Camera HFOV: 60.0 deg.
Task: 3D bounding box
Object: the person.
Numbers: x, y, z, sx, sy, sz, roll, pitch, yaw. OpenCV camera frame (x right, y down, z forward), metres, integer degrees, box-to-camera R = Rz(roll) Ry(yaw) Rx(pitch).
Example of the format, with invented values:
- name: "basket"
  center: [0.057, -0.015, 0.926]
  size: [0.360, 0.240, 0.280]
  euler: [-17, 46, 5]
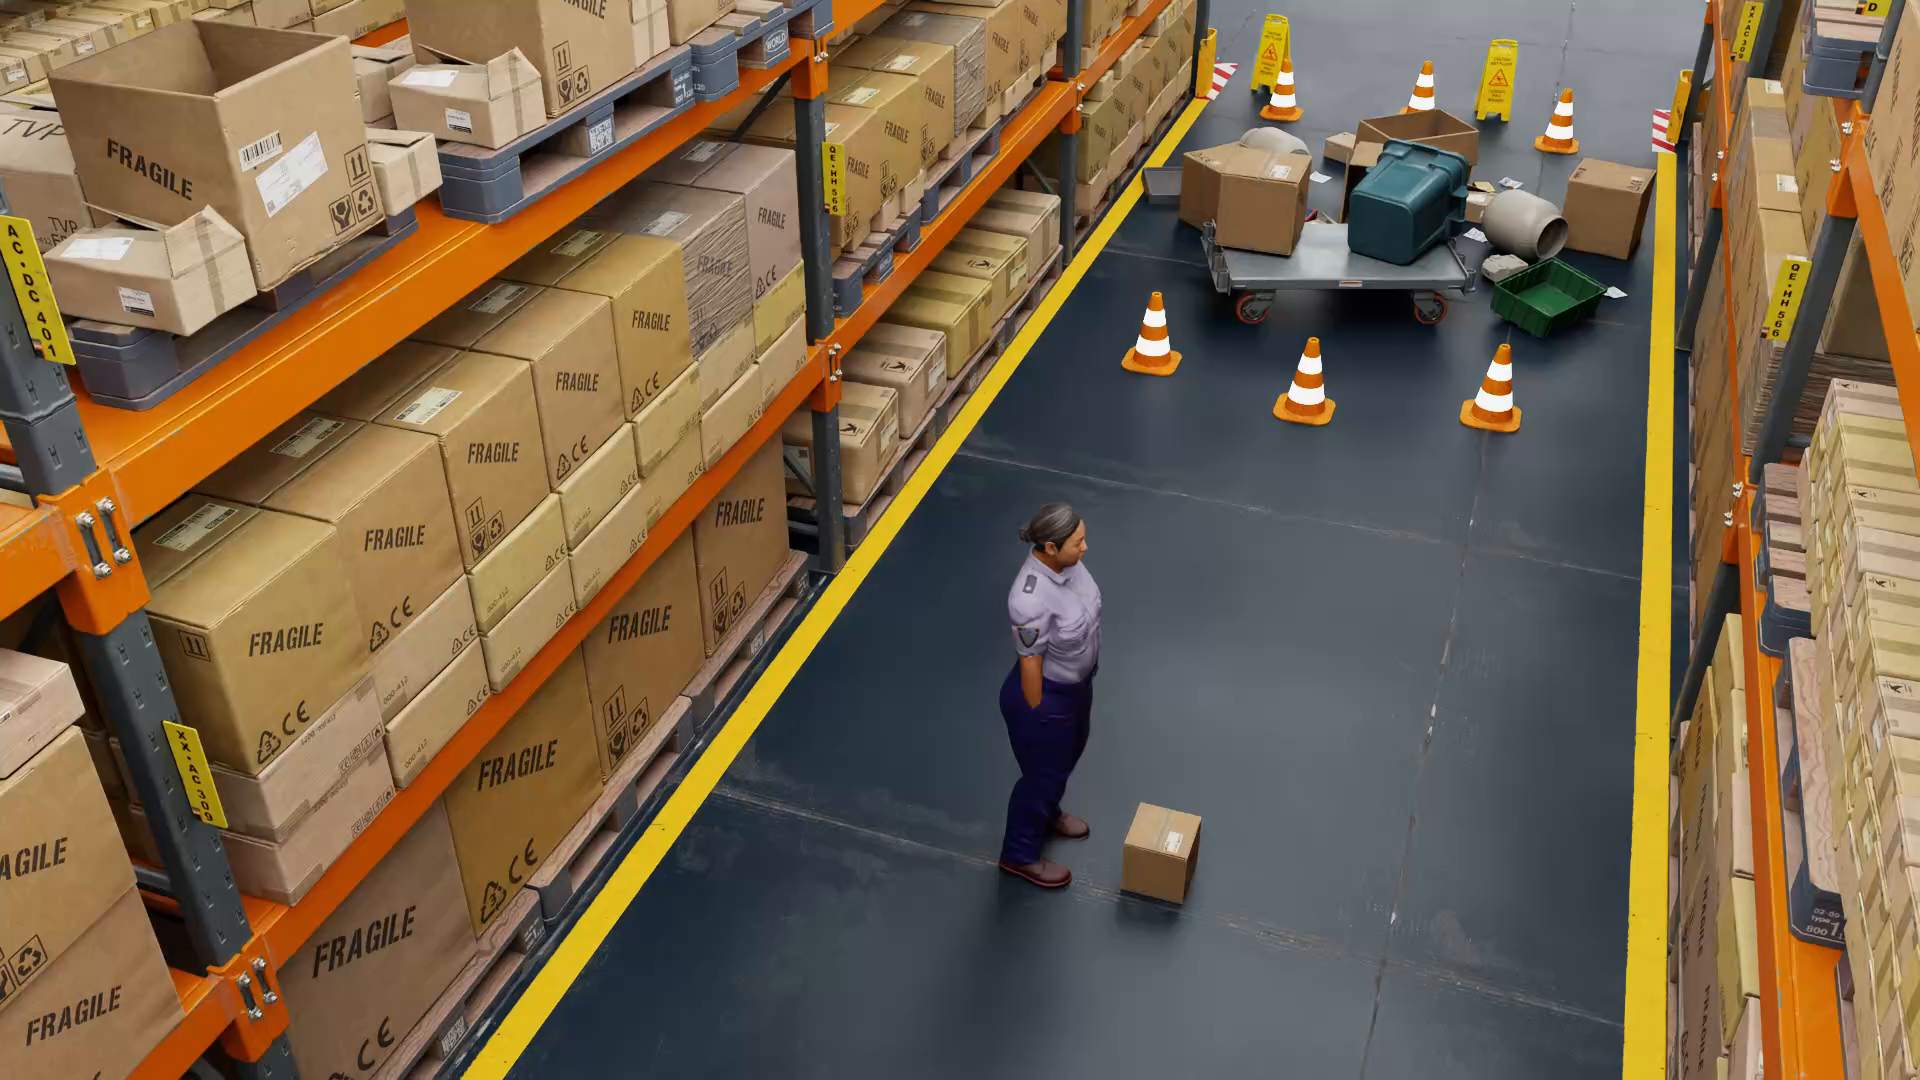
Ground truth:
- name: "person"
  center: [0.354, 0.565, 6.310]
  size: [0.342, 1.650, 0.470]
  euler: [12, 35, 17]
